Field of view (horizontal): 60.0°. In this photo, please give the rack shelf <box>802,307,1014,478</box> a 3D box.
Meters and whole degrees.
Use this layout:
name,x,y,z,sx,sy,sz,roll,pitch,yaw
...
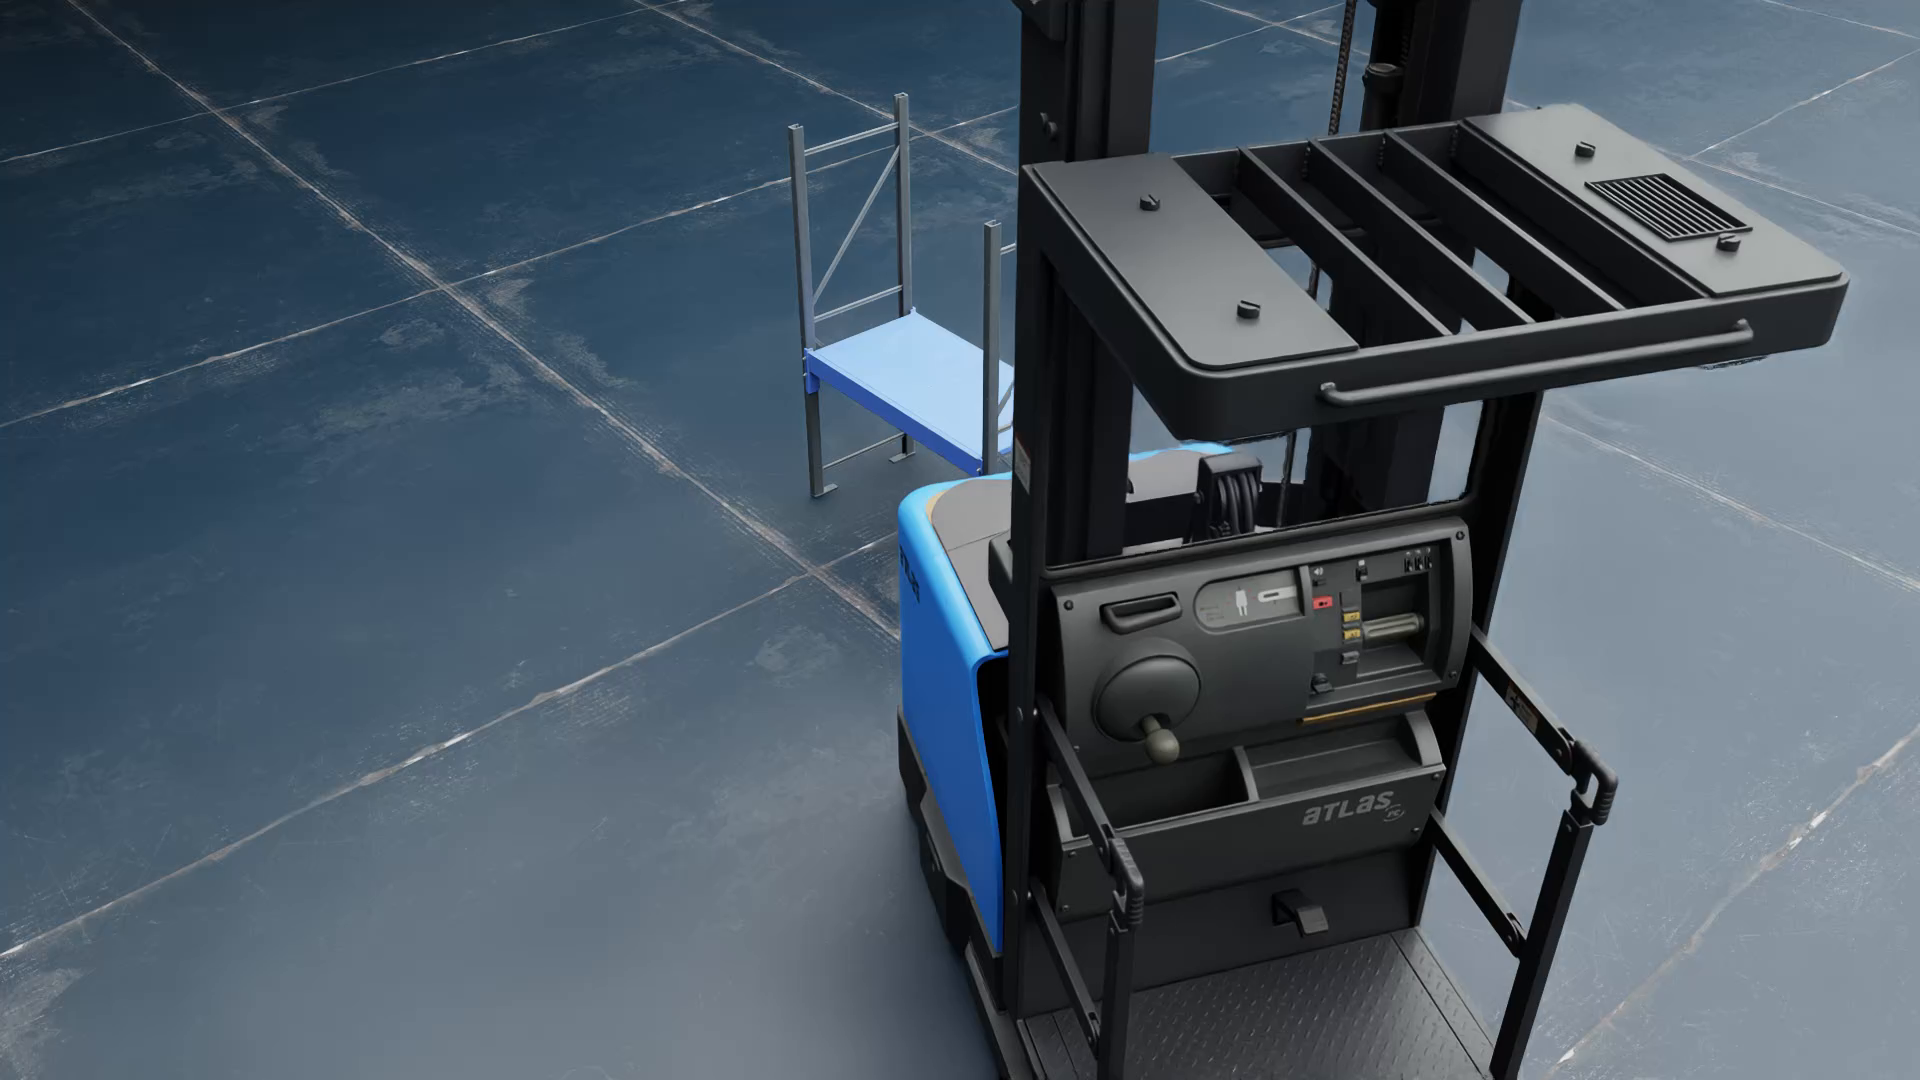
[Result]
name,x,y,z,sx,sy,sz,roll,pitch,yaw
rack shelf,-0.055,-0.503,5.974,0.538,0.185,1.000,-26,43,-32

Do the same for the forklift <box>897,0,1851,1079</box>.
name,x,y,z,sx,sy,sz,roll,pitch,yaw
forklift,0.709,0.278,3.322,1.130,2.935,3.031,-9,36,-13

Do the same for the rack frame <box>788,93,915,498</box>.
name,x,y,z,sx,sy,sz,roll,pitch,yaw
rack frame,-0.383,-0.874,6.187,0.500,1.500,0.032,-26,43,-32

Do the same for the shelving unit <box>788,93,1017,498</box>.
name,x,y,z,sx,sy,sz,roll,pitch,yaw
shelving unit,-0.055,-0.650,5.870,0.538,1.500,1.048,-26,43,-32

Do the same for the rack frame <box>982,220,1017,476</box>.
name,x,y,z,sx,sy,sz,roll,pitch,yaw
rack frame,0.273,-0.425,5.553,0.500,1.500,0.032,-26,43,-32
